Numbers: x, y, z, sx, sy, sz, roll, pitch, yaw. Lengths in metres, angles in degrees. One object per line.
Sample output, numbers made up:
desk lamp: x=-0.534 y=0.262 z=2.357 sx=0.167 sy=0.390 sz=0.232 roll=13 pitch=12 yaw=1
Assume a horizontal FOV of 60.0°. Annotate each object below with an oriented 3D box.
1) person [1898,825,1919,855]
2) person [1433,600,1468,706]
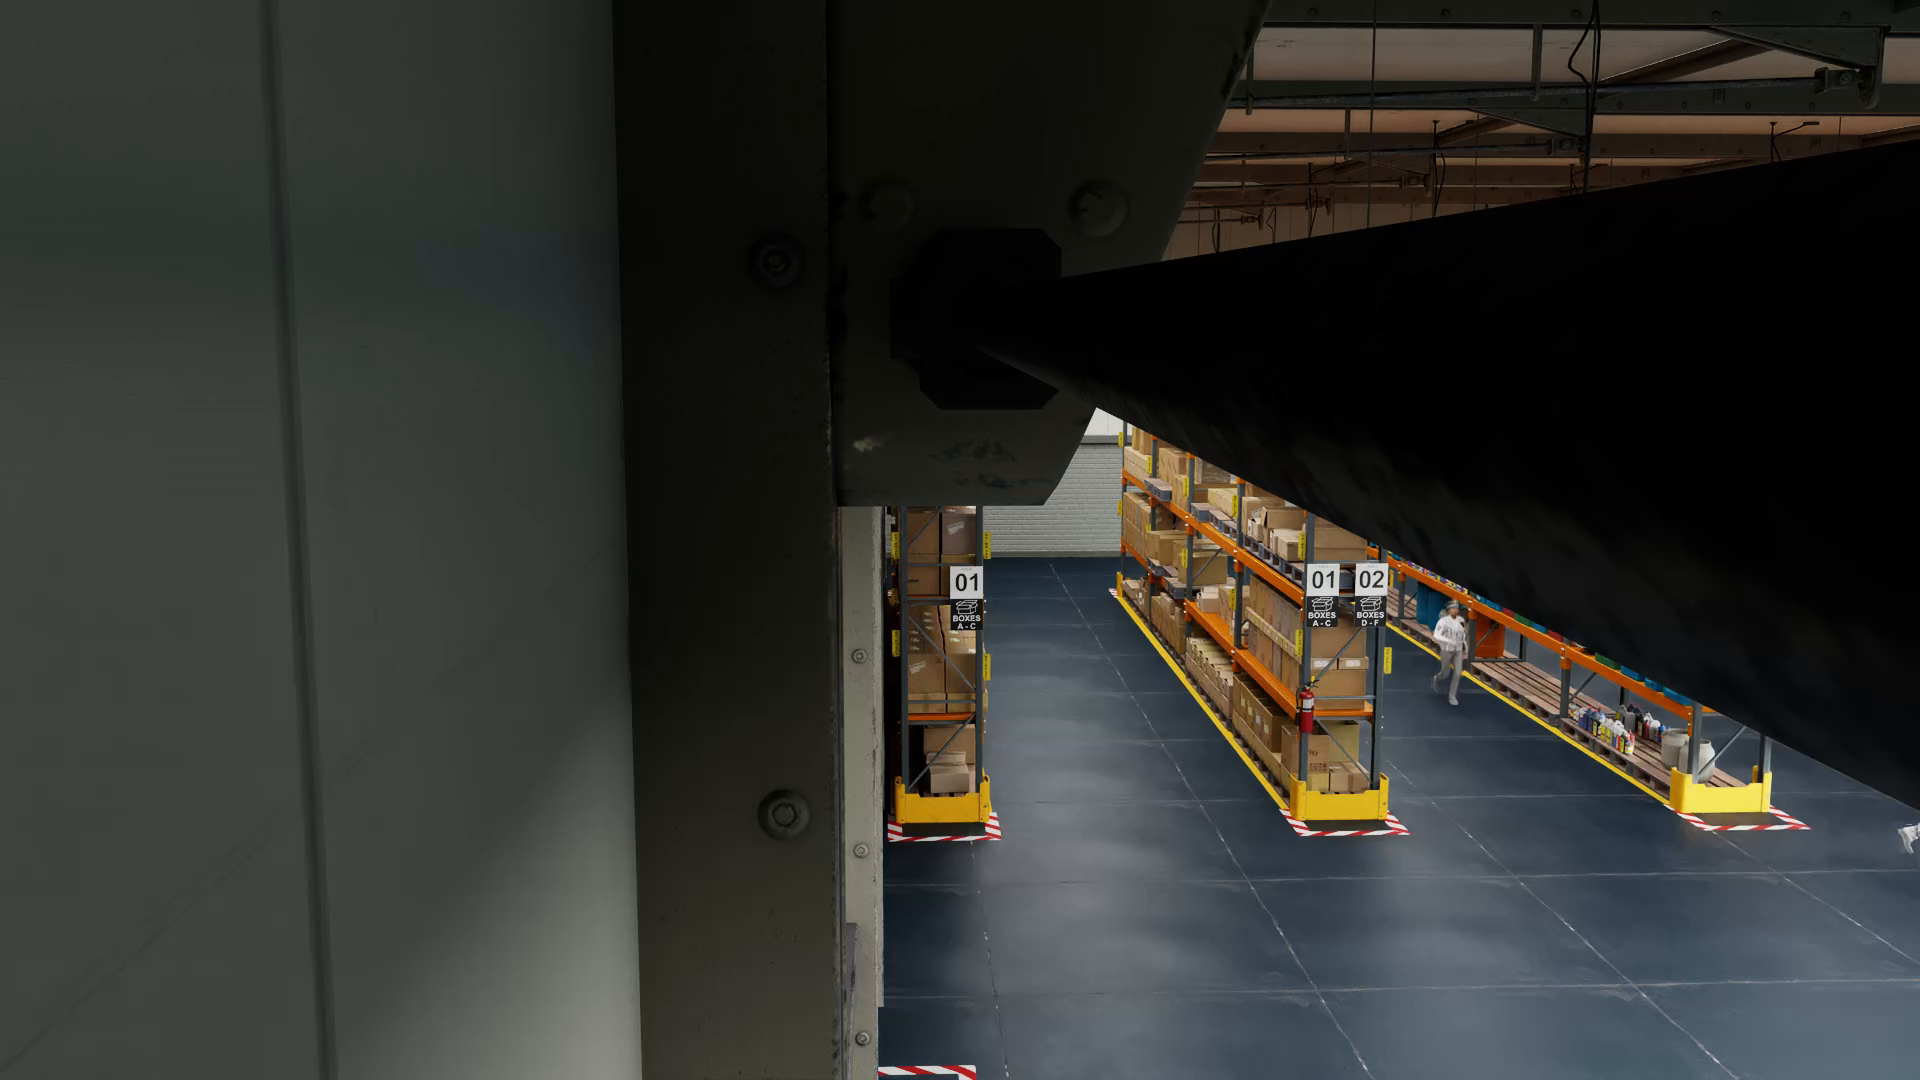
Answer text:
person: x=10.899 y=2.847 z=18.623 sx=0.635 sy=1.670 sz=0.646 roll=5 pitch=9 yaw=32
person: x=7.862 y=1.765 z=26.657 sx=0.620 sy=1.669 sz=0.738 roll=-1 pitch=8 yaw=-8
